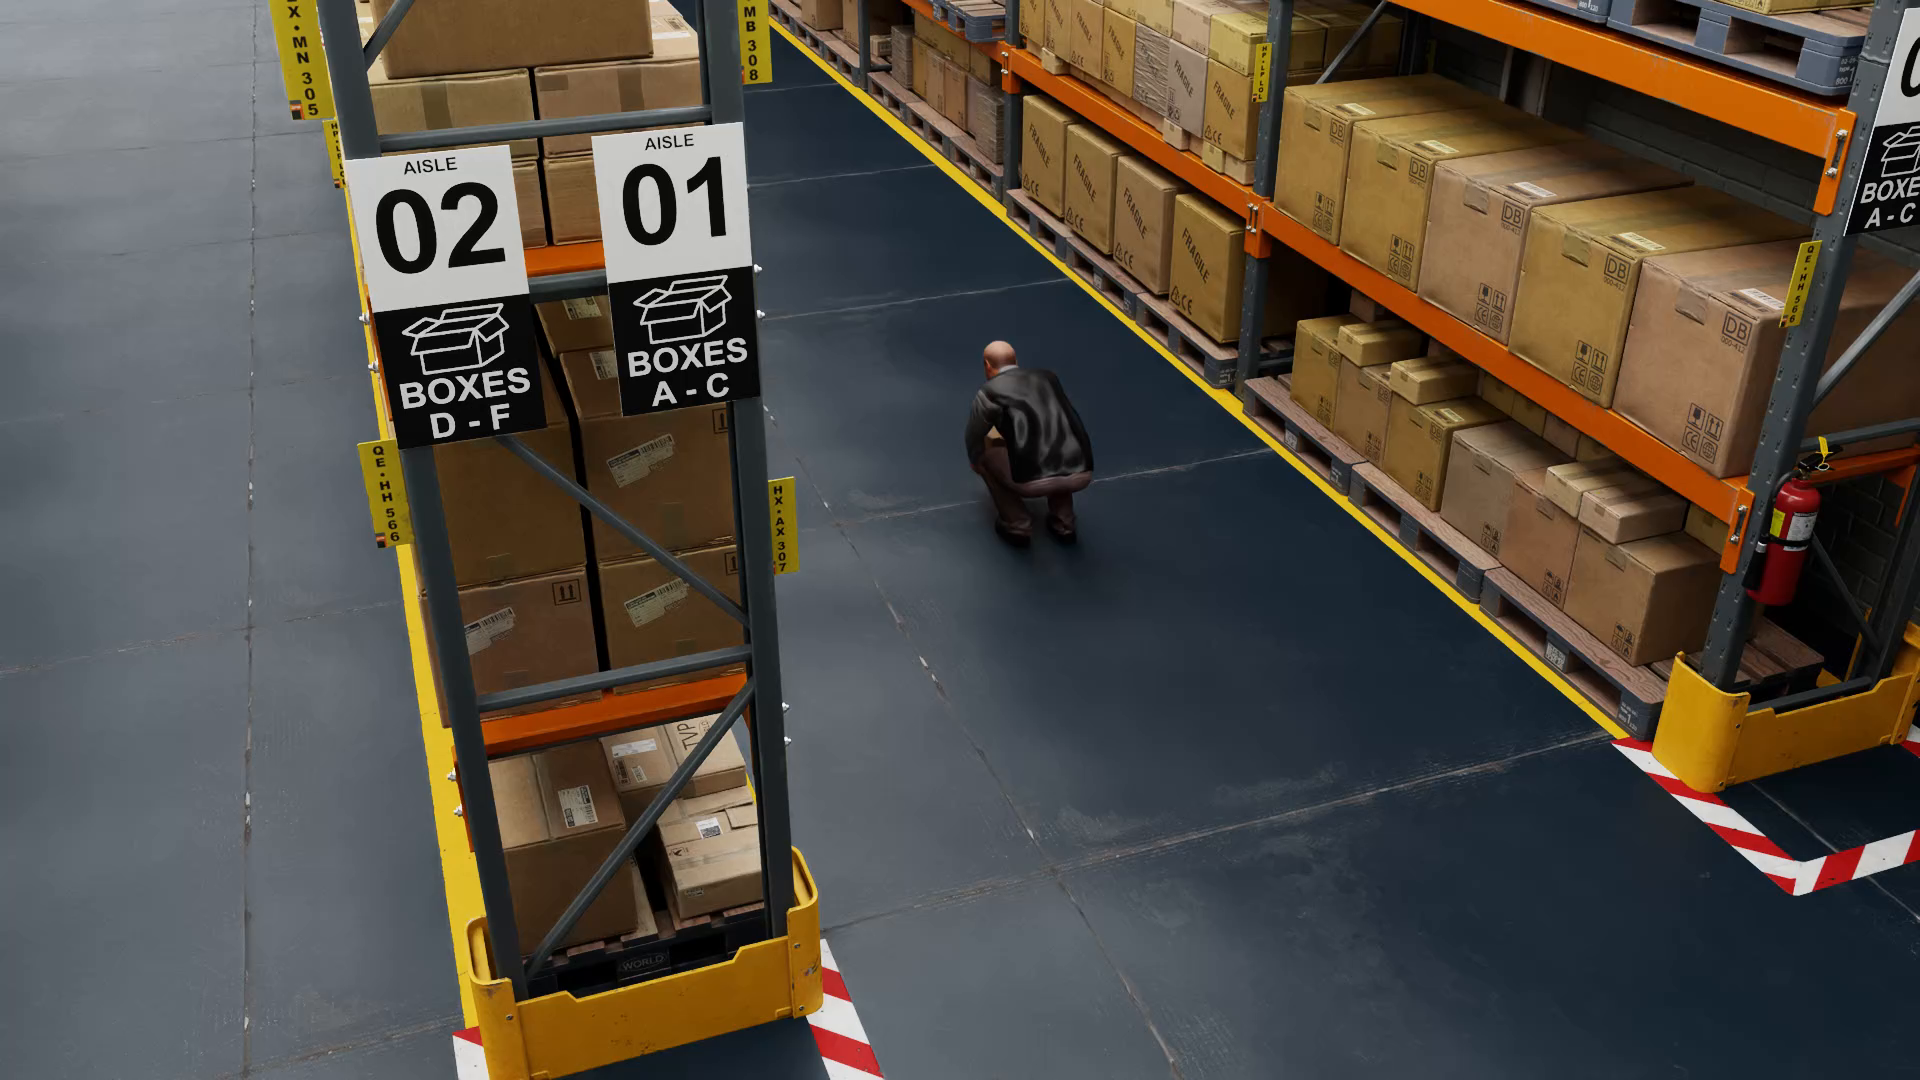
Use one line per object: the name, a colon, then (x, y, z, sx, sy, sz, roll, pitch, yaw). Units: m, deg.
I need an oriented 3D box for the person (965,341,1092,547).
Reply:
person: (0.347, -0.494, 8.781, 0.544, 0.977, 0.852, -10, 31, -18)
